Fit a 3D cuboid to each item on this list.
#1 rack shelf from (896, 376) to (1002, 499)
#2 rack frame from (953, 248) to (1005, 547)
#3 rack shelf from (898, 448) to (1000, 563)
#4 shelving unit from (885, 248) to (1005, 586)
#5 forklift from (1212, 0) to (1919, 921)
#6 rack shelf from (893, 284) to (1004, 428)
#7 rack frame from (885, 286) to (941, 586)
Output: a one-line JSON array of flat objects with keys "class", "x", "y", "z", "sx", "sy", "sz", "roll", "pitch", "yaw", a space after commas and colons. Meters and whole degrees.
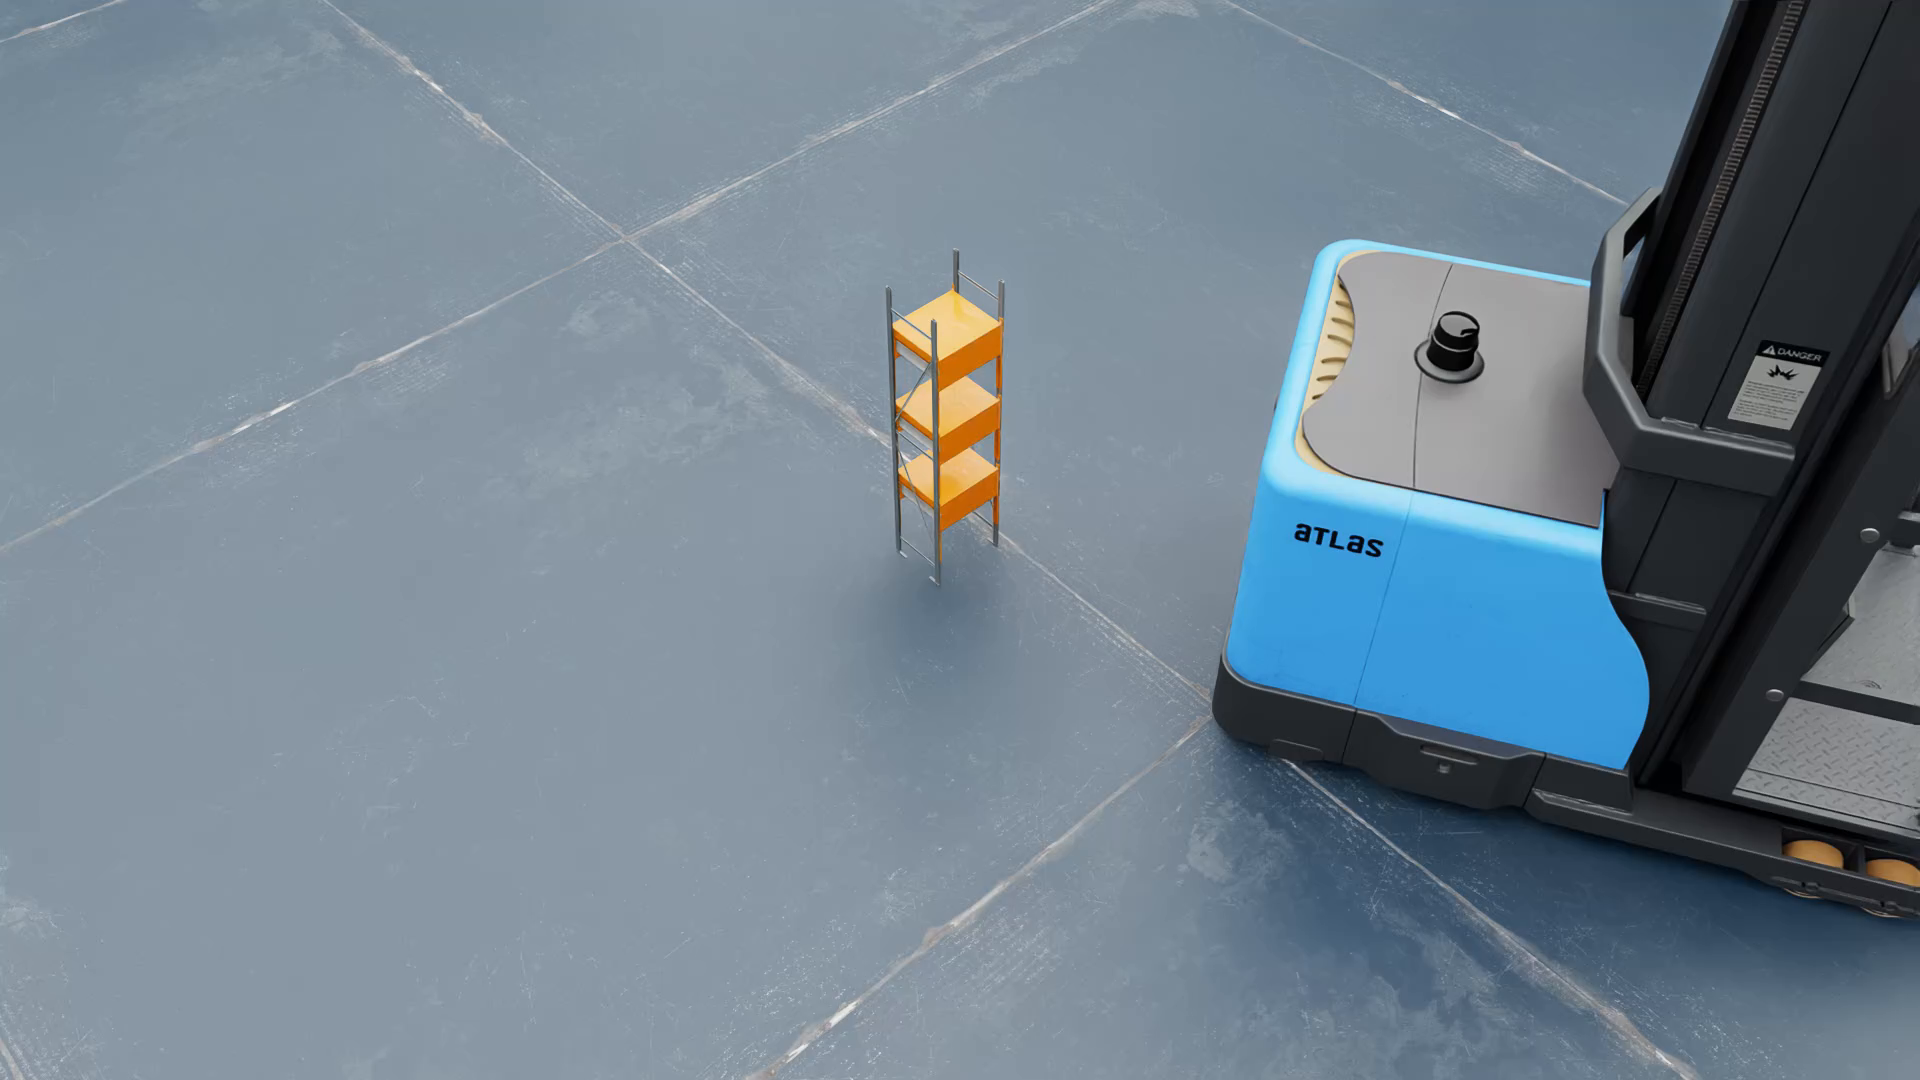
[{"class": "rack shelf", "x": -0.040, "y": -0.322, "z": 4.848, "sx": 0.240, "sy": 0.259, "sz": 0.215, "roll": -34, "pitch": 56, "yaw": -27}, {"class": "rack frame", "x": 0.051, "y": -0.390, "z": 4.895, "sx": 0.008, "sy": 1.050, "sz": 0.200, "roll": -34, "pitch": 56, "yaw": -27}, {"class": "rack shelf", "x": -0.040, "y": -0.134, "z": 5.052, "sx": 0.240, "sy": 0.259, "sz": 0.215, "roll": -34, "pitch": 56, "yaw": -27}, {"class": "shelving unit", "x": -0.040, "y": -0.330, "z": 4.840, "sx": 0.252, "sy": 1.050, "sz": 0.215, "roll": -34, "pitch": 56, "yaw": -27}, {"class": "forklift", "x": 2.289, "y": -0.450, "z": 3.671, "sx": 3.031, "sy": 2.935, "sz": 1.130, "roll": 13, "pitch": 49, "yaw": 12}, {"class": "rack shelf", "x": -0.040, "y": -0.515, "z": 4.639, "sx": 0.240, "sy": 0.259, "sz": 0.215, "roll": -34, "pitch": 56, "yaw": -27}, {"class": "rack frame", "x": -0.130, "y": -0.269, "z": 4.784, "sx": 0.008, "sy": 1.050, "sz": 0.200, "roll": -34, "pitch": 56, "yaw": -27}]
